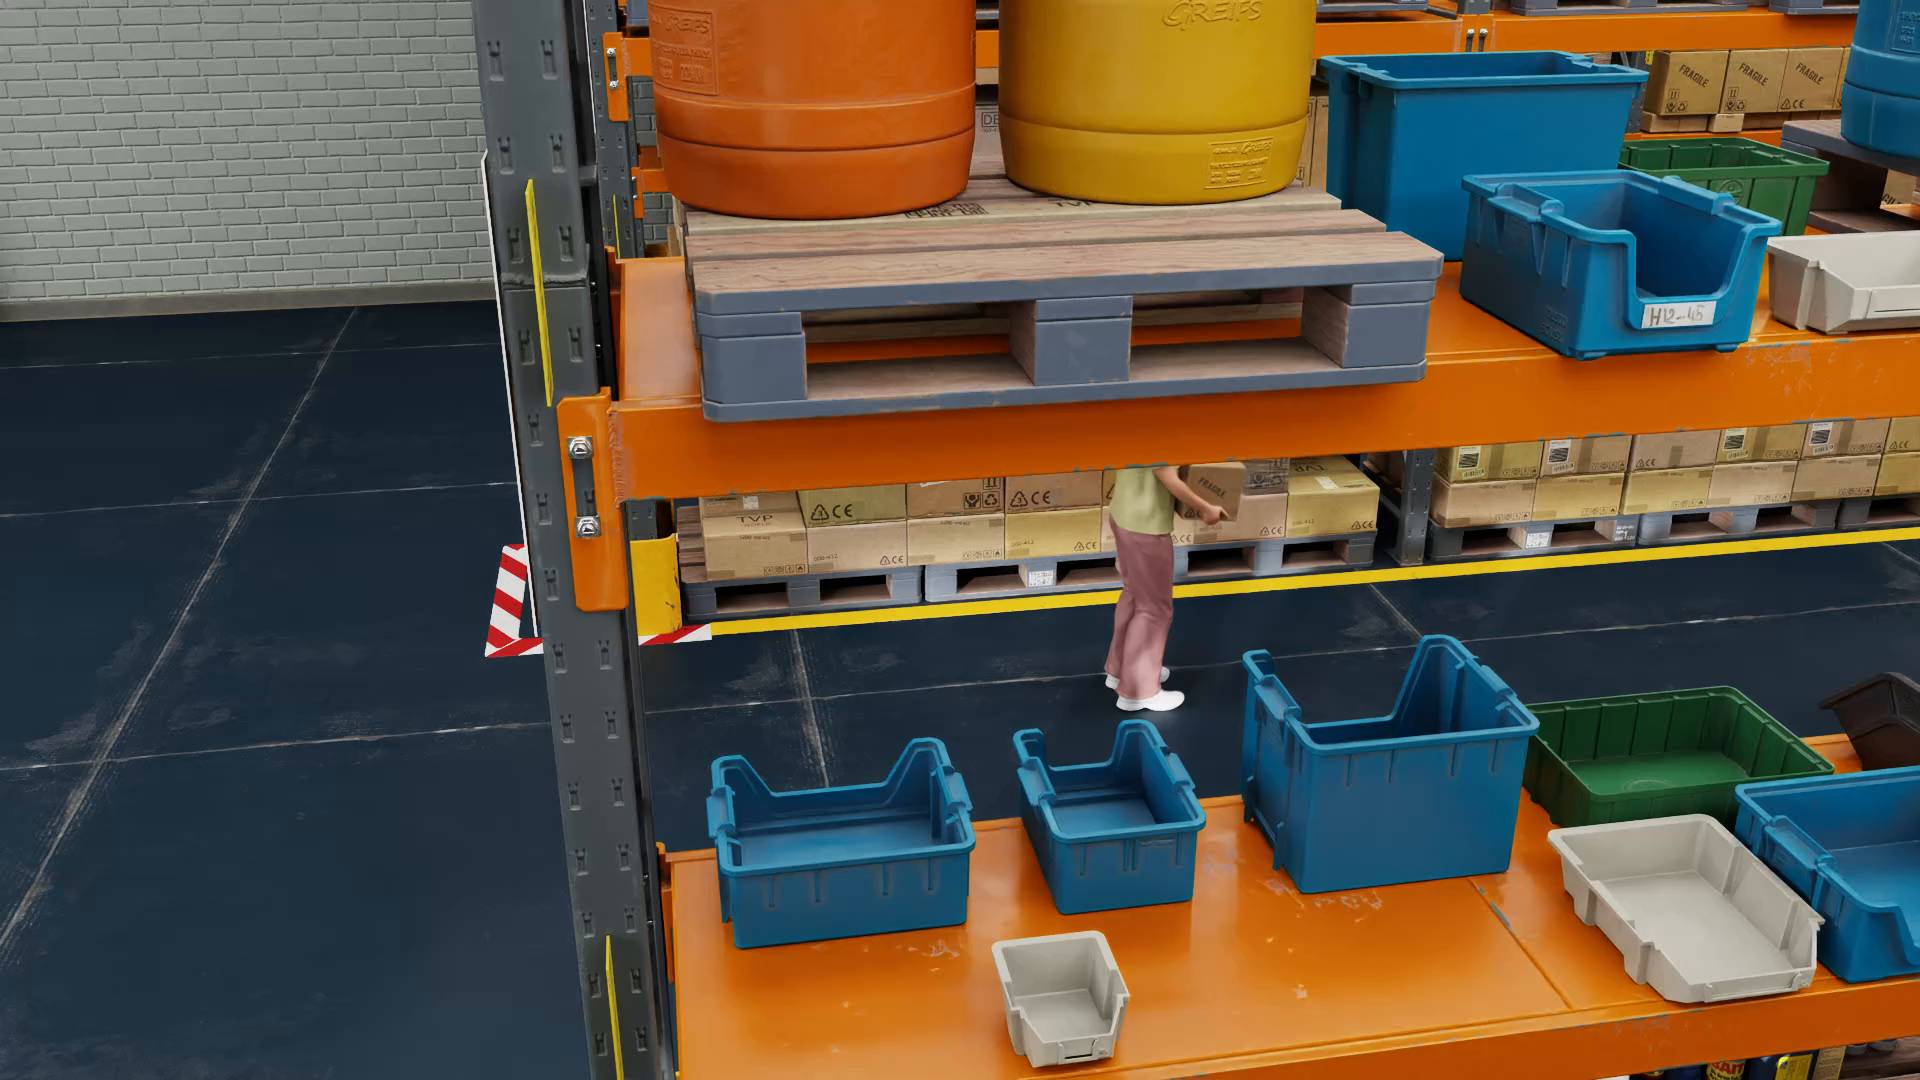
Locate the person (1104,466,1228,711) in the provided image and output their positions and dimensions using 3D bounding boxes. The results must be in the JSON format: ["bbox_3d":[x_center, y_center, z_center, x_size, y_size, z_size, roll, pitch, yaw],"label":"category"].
[{"bbox_3d":[0.863,-0.062,7.267,0.539,1.654,0.428,-4,24,-10],"label":"person"}]
